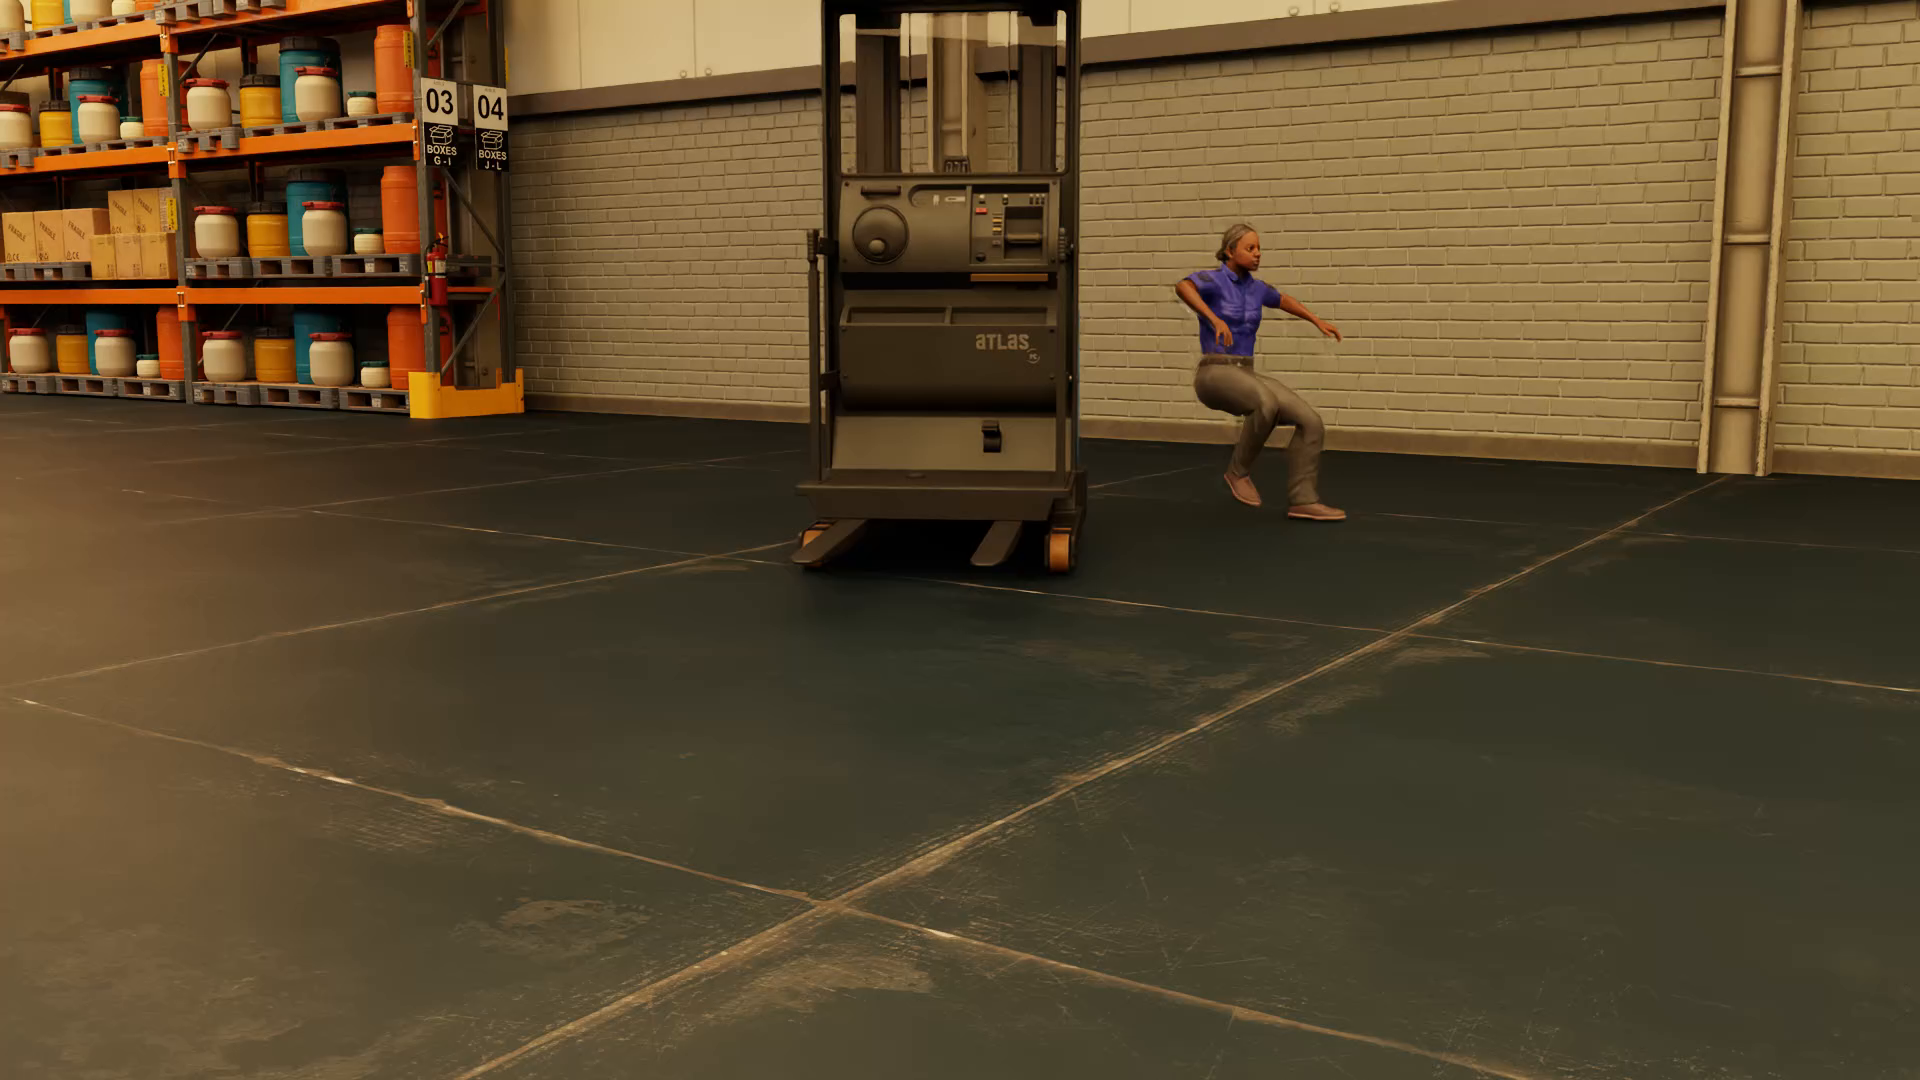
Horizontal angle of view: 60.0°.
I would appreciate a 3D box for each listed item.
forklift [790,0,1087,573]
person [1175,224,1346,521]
[{"bbox_3d":[-0.064,-1.366,6.796,1.130,2.935,3.031,1,8,6],"label":"forklift"},{"bbox_3d":[1.507,-0.823,8.195,0.985,1.456,0.658,-7,11,-41],"label":"person"}]
